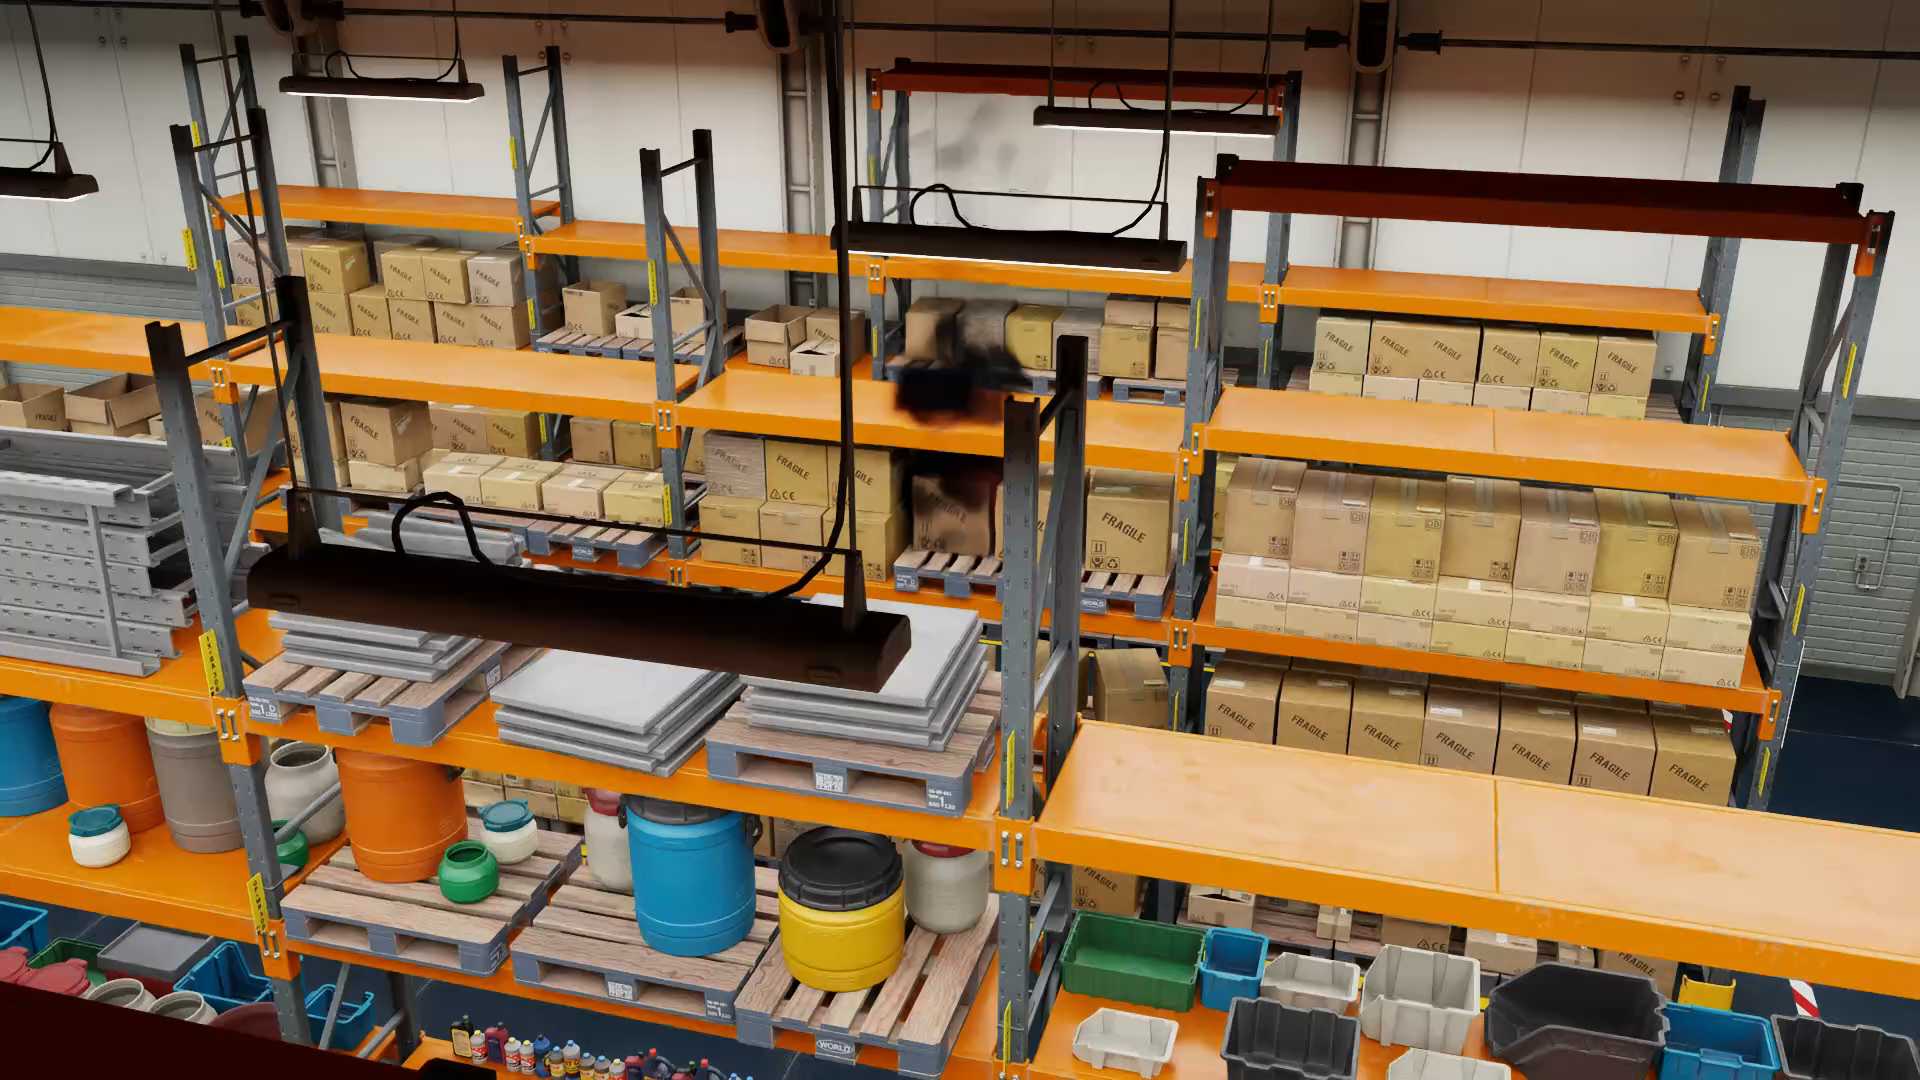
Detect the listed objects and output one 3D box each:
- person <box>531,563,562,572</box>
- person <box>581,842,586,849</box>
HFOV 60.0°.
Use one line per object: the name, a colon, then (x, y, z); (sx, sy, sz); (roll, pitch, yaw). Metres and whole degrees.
person: (-4.174, 0.839, 16.339); (0.954, 1.791, 0.660); (6, 23, 14)
person: (-2.454, 2.578, 12.344); (0.943, 1.672, 0.569); (1, 23, 3)
